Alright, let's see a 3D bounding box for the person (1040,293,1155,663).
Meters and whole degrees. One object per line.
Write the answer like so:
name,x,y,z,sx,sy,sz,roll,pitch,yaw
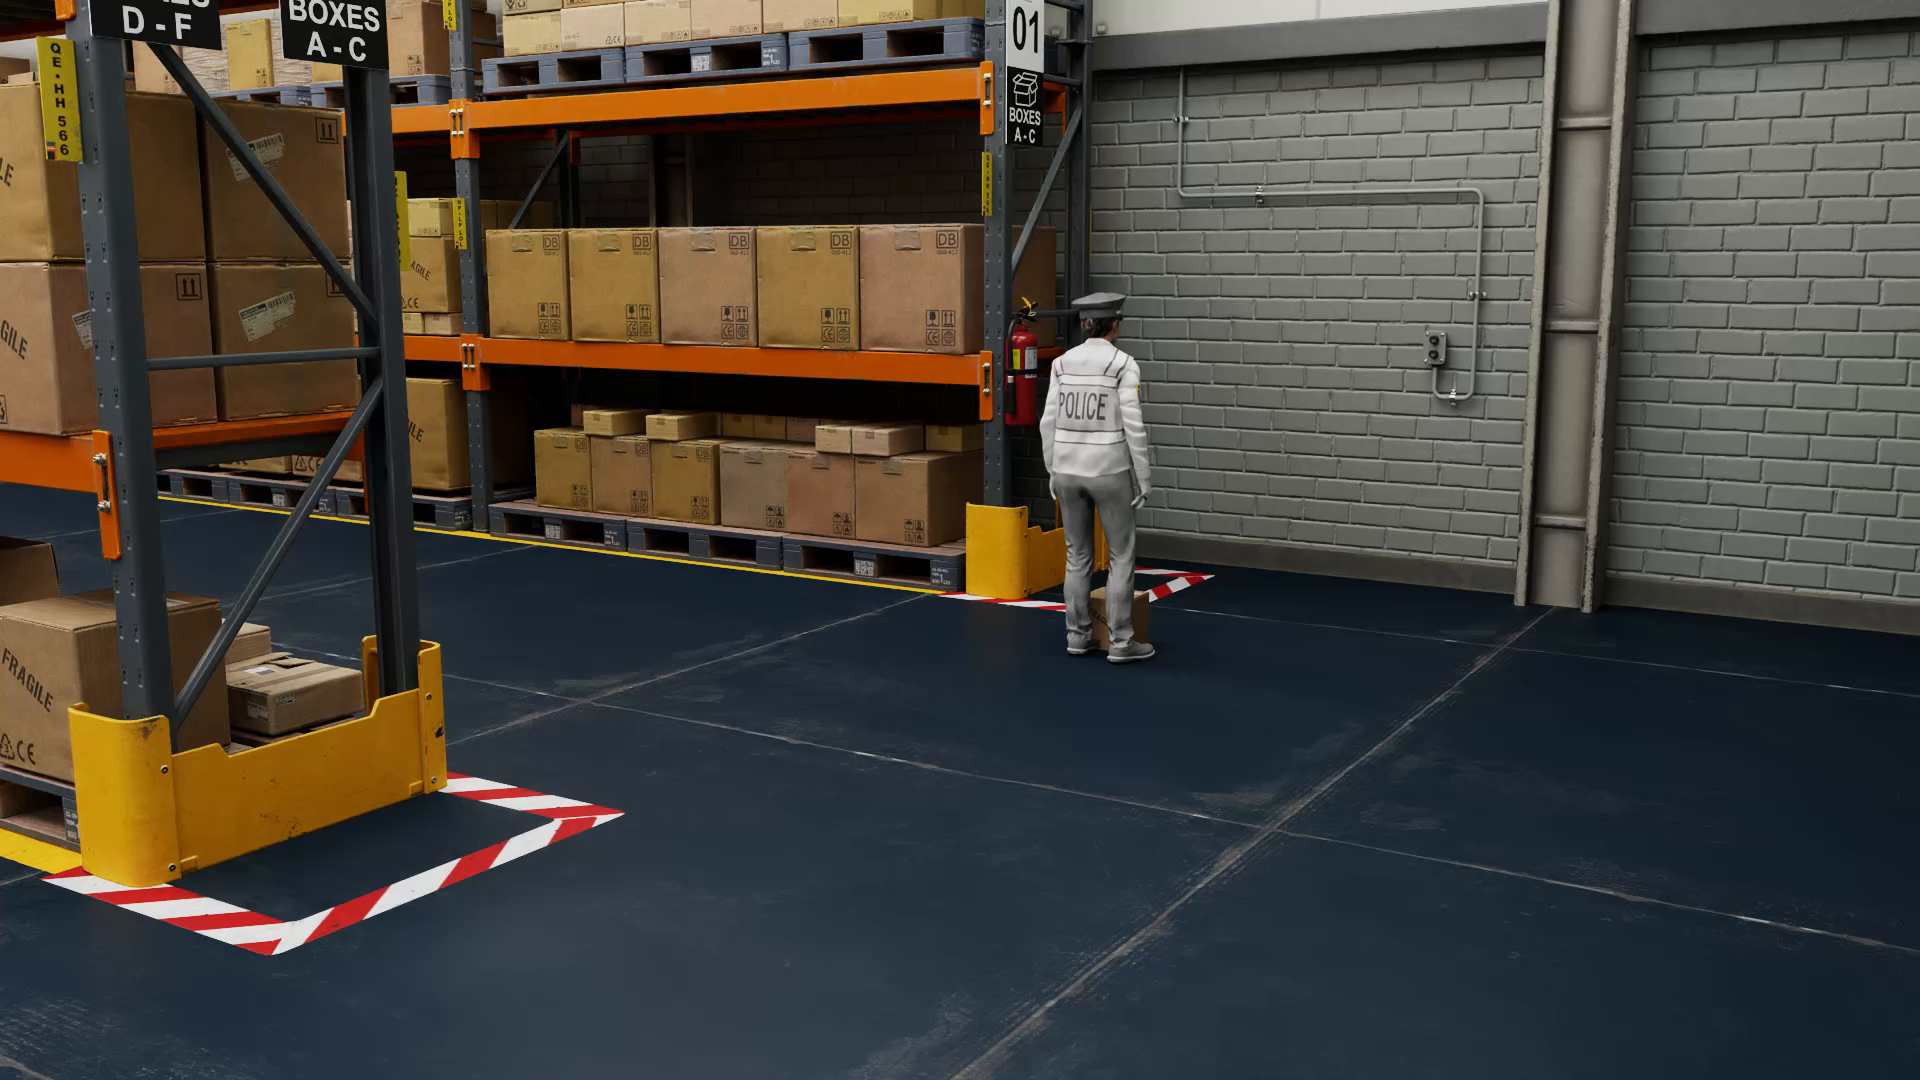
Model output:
person,0.628,-0.285,7.571,0.529,1.663,0.406,6,11,31
